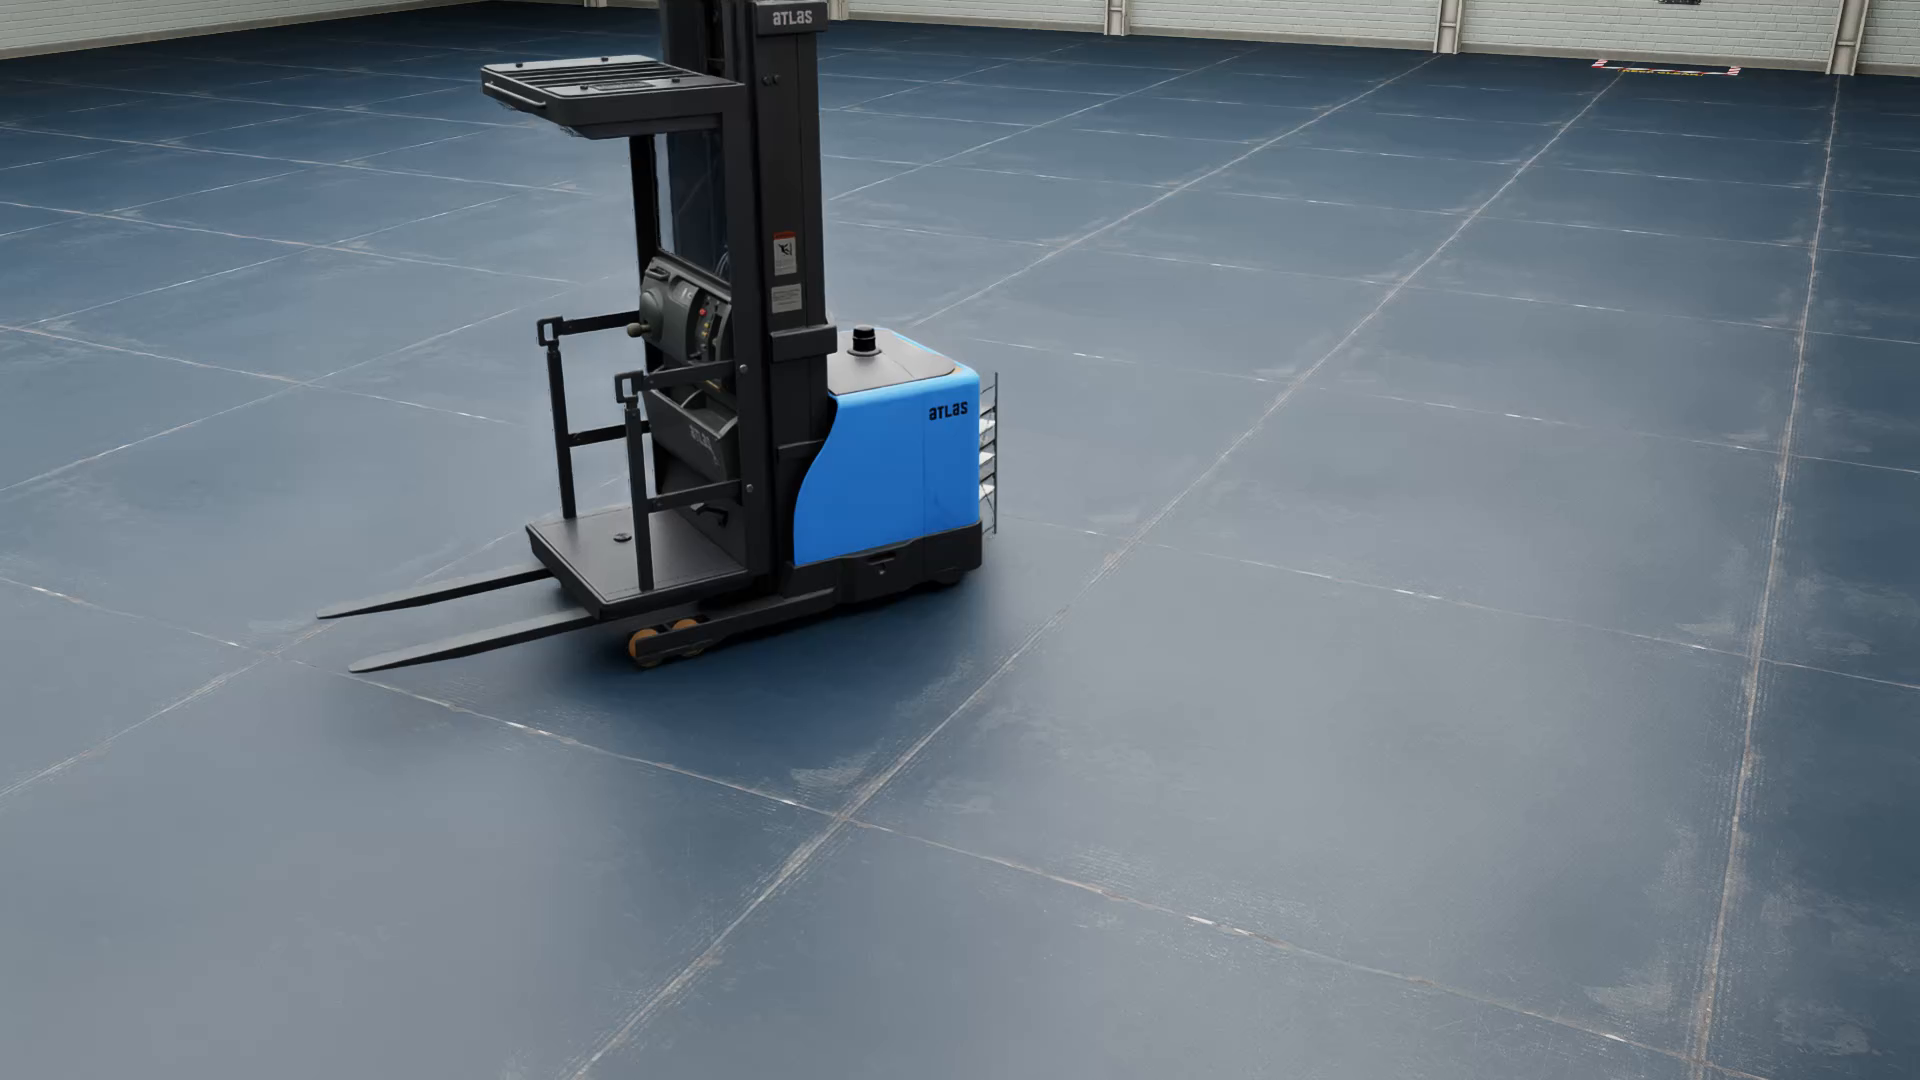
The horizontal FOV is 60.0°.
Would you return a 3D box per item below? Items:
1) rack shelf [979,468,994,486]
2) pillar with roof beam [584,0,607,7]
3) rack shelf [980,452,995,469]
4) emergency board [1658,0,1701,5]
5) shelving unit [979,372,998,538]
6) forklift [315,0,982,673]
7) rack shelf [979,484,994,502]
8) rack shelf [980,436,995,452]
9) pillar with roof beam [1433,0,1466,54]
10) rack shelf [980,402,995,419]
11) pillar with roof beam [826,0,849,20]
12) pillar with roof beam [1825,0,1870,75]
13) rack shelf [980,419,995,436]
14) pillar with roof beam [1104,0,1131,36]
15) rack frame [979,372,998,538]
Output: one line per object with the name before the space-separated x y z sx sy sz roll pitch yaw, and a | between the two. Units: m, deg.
rack shelf | 0.045 -0.307 8.638 0.200 0.077 0.258 12 26 25
pillar with roof beam | -9.752 -14.090 30.384 0.400 9.000 9.100 11 25 25
rack shelf | 0.045 -0.390 8.603 0.200 0.077 0.258 12 26 25
emergency board | 11.421 -9.053 26.205 0.626 1.169 0.157 11 25 25
shelving unit | 0.045 -0.421 8.590 0.210 0.900 0.258 12 26 25
forklift | -1.414 -1.018 7.399 3.031 2.935 1.130 -14 27 -29
rack shelf | 0.045 -0.224 8.673 0.200 0.077 0.258 12 26 25
rack shelf | 0.045 -0.473 8.567 0.200 0.077 0.258 12 26 25
pillar with roof beam | 6.312 -10.912 22.910 0.400 9.000 9.100 11 25 25
rack shelf | 0.045 -0.639 8.497 0.200 0.077 0.258 12 26 25
pillar with roof beam | -4.398 -13.031 27.893 0.400 9.000 9.100 11 25 25
pillar with roof beam | 11.666 -9.853 20.419 0.400 9.000 9.100 11 25 25
rack shelf | 0.045 -0.556 8.532 0.200 0.077 0.258 12 26 25
pillar with roof beam | 0.957 -11.972 25.402 0.400 9.000 9.100 11 25 25
rack frame | 0.135 -0.402 8.546 0.006 0.900 0.240 12 26 25
